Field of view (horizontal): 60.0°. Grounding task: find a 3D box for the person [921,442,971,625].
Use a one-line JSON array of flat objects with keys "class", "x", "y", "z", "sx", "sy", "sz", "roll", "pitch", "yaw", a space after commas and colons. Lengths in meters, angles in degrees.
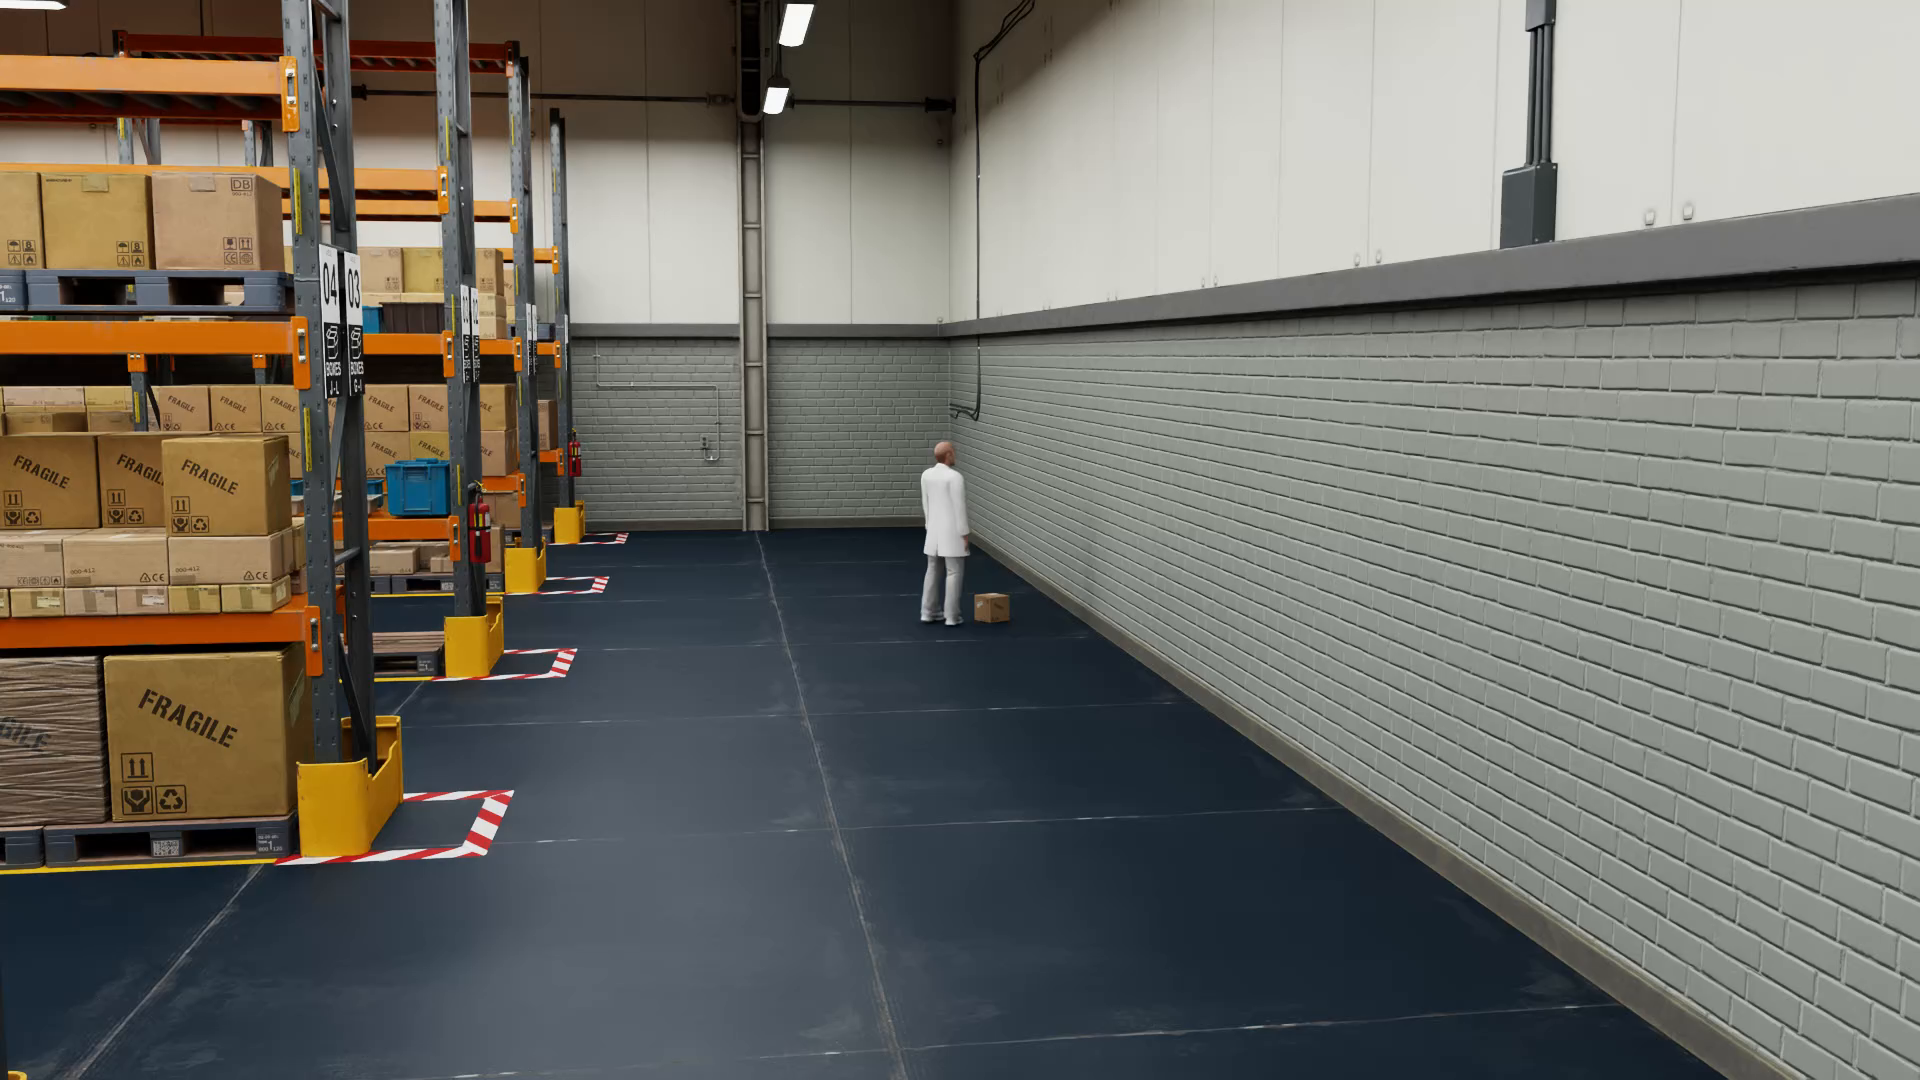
[{"class": "person", "x": -0.105, "y": -0.068, "z": 16.250, "sx": 0.628, "sy": 1.792, "sz": 0.396, "roll": 6, "pitch": 9, "yaw": 43}]
